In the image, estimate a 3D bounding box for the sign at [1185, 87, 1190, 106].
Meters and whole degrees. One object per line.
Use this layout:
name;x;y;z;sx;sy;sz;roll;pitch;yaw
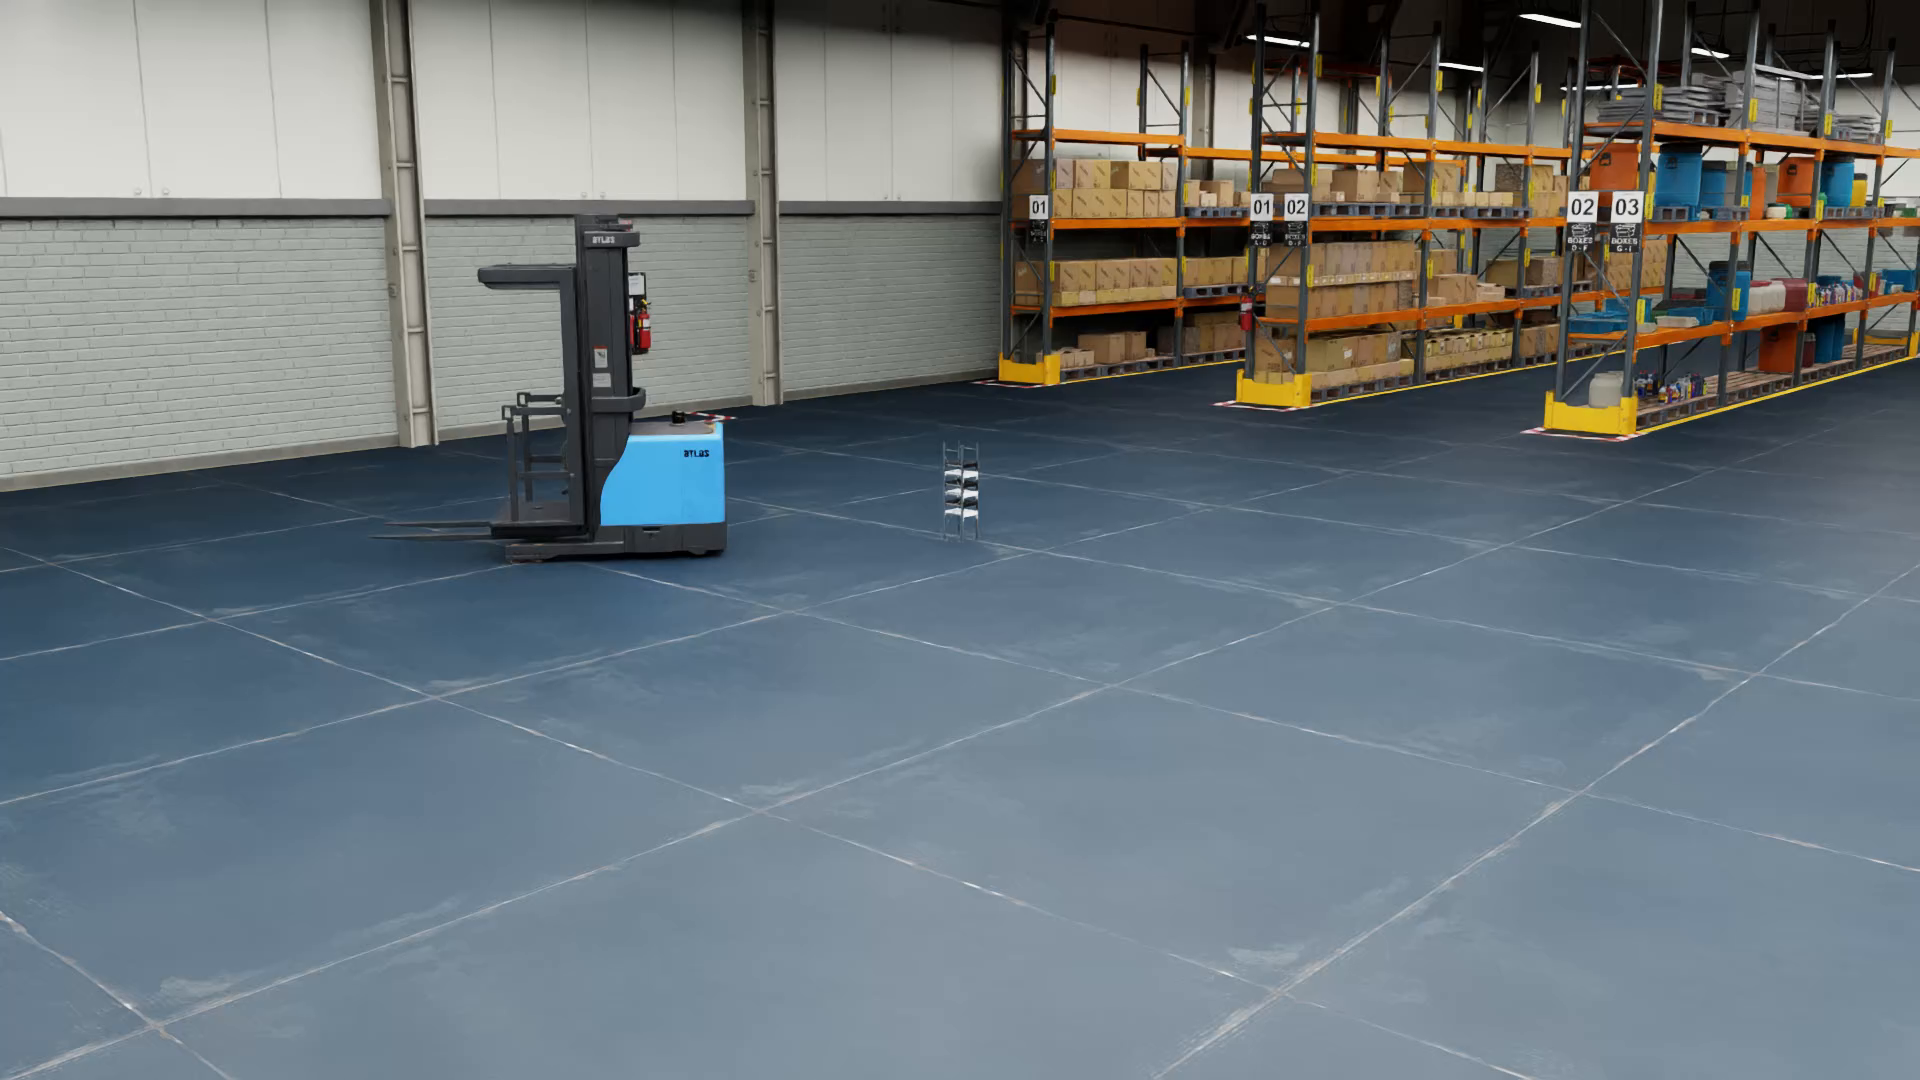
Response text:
sign;4.196;-8.194;30.713;0.100;0.325;0.005;10;15;40

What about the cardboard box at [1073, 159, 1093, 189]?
cardboard box;1.966;-6.352;28.878;0.500;0.500;0.500;10;15;40

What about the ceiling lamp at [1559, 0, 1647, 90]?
ceiling lamp;15.391;-12.466;39.787;2.000;3.185;0.800;10;15;40

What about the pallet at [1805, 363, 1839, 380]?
pallet;15.178;-3.068;30.073;1.003;0.211;1.213;10;15;40

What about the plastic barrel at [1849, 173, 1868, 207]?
plastic barrel;16.074;-6.333;30.087;0.600;0.588;0.600;0;11;0

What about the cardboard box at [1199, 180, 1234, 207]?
cardboard box;5.036;-6.806;32.679;0.500;0.500;0.500;9;14;38

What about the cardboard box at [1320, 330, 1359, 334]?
cardboard box;6.323;-3.239;27.839;0.500;0.500;0.500;10;15;40

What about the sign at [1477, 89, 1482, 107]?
sign;9.751;-8.284;31.164;0.100;0.325;0.005;10;15;40

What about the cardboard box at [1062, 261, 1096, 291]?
cardboard box;2.035;-4.646;29.272;0.500;0.500;0.500;10;15;41

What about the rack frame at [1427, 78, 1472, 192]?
rack frame;11.722;-9.535;40.016;1.000;3.000;0.127;10;15;40

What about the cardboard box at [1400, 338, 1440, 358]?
cardboard box;7.984;-3.349;28.877;0.500;0.311;0.500;10;15;41

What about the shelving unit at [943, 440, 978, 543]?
shelving unit;0.005;-0.442;15.168;0.258;0.900;0.210;10;15;40

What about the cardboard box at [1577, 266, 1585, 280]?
cardboard box;12.943;-5.521;34.978;0.500;0.500;0.500;10;15;41

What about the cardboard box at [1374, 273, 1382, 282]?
cardboard box;6.667;-4.301;27.214;0.380;0.149;0.250;10;15;42

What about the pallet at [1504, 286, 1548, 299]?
pallet;10.560;-4.791;32.070;1.213;0.211;1.003;10;15;40

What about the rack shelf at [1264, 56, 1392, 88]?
rack shelf;7.762;-9.930;35.341;1.077;0.370;4.000;10;15;40

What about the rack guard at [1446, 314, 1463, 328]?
rack guard;11.738;-5.371;40.866;1.175;0.500;0.348;10;15;40

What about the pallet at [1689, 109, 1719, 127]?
pallet;9.914;-5.895;23.293;1.003;0.211;1.213;10;15;40

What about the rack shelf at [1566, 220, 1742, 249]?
rack shelf;9.923;-4.371;23.655;1.077;0.370;4.000;10;15;40

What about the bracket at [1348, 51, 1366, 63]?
bracket;8.887;-10.820;37.257;0.235;0.232;0.430;10;15;40

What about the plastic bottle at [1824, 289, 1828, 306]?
plastic bottle;15.209;-4.264;29.240;0.061;0.283;0.133;10;15;40

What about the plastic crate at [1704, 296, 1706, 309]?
plastic crate;11.737;-3.742;26.367;0.392;0.384;0.575;10;15;40

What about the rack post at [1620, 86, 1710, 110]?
rack post;9.858;-6.153;23.272;0.937;0.300;0.954;9;15;39

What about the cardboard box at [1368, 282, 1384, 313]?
cardboard box;6.559;-4.019;27.460;0.700;0.500;0.500;10;15;41

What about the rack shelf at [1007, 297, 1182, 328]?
rack shelf;2.481;-4.181;30.362;1.077;0.370;4.000;10;15;40

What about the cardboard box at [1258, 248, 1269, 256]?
cardboard box;6.236;-5.945;34.321;0.380;0.149;0.250;7;14;33

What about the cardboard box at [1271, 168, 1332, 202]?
cardboard box;5.267;-5.480;25.676;0.637;0.503;0.797;-11;16;-44

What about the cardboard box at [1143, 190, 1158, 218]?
cardboard box;3.310;-6.179;30.562;0.500;0.500;0.500;8;14;36

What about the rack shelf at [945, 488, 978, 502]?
rack shelf;0.005;-0.410;15.174;0.258;0.077;0.200;10;15;40

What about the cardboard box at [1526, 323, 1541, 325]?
cardboard box;11.290;-4.089;33.321;0.500;0.500;0.500;9;14;38

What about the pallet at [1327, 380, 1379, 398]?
pallet;6.163;-2.529;27.372;1.003;0.211;1.213;10;15;40

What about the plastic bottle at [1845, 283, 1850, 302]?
plastic bottle;16.163;-4.522;30.360;0.144;0.351;0.185;10;15;40

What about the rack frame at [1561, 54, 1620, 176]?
rack frame;12.805;-8.307;33.866;1.000;3.000;0.127;10;15;40

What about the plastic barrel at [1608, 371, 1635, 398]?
plastic barrel;9.310;-2.125;23.511;0.421;0.512;0.421;0;11;0

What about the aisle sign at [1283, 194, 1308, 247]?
aisle sign;5.071;-4.825;25.113;0.394;0.787;0.004;10;15;40

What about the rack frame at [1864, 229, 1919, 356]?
rack frame;19.164;-5.313;34.191;1.000;3.000;0.127;10;15;40

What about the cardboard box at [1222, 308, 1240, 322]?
cardboard box;5.582;-4.586;33.896;0.500;0.250;0.500;10;15;41

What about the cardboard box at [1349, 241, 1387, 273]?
cardboard box;6.573;-4.659;27.351;0.700;0.500;0.500;10;15;40

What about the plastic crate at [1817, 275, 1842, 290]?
plastic crate;16.576;-4.859;31.805;0.392;0.384;0.575;10;15;40

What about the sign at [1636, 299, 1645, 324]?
sign;9.013;-3.023;22.018;0.100;0.325;0.005;10;15;40

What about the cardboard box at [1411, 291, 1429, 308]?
cardboard box;7.817;-4.193;28.966;0.500;0.250;0.500;11;16;44

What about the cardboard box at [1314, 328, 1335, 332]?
cardboard box;7.608;-4.788;35.978;0.750;0.750;0.750;10;15;40

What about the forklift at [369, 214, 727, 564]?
forklift;-3.600;-1.345;14.502;3.031;2.935;1.130;-1;11;-7

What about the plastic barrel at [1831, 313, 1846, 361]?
plastic barrel;16.152;-3.823;31.019;0.600;0.901;0.708;10;15;40

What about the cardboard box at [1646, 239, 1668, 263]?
cardboard box;15.359;-6.392;36.786;0.500;0.500;0.500;10;15;40

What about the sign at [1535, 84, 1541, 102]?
sign;10.584;-8.183;30.456;0.100;0.325;0.005;10;15;40

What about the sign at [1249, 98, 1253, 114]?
sign;6.022;-8.965;34.373;0.100;0.325;0.005;10;15;40

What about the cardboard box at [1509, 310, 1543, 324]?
cardboard box;11.312;-4.462;33.277;0.500;0.250;0.500;9;15;39

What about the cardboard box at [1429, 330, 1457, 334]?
cardboard box;8.920;-3.717;30.718;0.500;0.311;0.500;9;15;39

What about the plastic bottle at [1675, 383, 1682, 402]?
plastic bottle;10.459;-2.158;24.238;0.097;0.271;0.097;0;11;0

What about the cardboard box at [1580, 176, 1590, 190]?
cardboard box;12.418;-7.076;33.775;0.600;0.600;0.600;8;14;35

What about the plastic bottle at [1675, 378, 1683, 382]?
plastic bottle;10.780;-2.282;24.850;0.152;0.276;0.135;10;15;40

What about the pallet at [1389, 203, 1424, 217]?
pallet;6.981;-5.487;27.630;1.003;0.211;1.213;10;15;40

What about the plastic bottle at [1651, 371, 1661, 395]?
plastic bottle;10.507;-2.380;25.148;0.144;0.351;0.185;10;15;40
